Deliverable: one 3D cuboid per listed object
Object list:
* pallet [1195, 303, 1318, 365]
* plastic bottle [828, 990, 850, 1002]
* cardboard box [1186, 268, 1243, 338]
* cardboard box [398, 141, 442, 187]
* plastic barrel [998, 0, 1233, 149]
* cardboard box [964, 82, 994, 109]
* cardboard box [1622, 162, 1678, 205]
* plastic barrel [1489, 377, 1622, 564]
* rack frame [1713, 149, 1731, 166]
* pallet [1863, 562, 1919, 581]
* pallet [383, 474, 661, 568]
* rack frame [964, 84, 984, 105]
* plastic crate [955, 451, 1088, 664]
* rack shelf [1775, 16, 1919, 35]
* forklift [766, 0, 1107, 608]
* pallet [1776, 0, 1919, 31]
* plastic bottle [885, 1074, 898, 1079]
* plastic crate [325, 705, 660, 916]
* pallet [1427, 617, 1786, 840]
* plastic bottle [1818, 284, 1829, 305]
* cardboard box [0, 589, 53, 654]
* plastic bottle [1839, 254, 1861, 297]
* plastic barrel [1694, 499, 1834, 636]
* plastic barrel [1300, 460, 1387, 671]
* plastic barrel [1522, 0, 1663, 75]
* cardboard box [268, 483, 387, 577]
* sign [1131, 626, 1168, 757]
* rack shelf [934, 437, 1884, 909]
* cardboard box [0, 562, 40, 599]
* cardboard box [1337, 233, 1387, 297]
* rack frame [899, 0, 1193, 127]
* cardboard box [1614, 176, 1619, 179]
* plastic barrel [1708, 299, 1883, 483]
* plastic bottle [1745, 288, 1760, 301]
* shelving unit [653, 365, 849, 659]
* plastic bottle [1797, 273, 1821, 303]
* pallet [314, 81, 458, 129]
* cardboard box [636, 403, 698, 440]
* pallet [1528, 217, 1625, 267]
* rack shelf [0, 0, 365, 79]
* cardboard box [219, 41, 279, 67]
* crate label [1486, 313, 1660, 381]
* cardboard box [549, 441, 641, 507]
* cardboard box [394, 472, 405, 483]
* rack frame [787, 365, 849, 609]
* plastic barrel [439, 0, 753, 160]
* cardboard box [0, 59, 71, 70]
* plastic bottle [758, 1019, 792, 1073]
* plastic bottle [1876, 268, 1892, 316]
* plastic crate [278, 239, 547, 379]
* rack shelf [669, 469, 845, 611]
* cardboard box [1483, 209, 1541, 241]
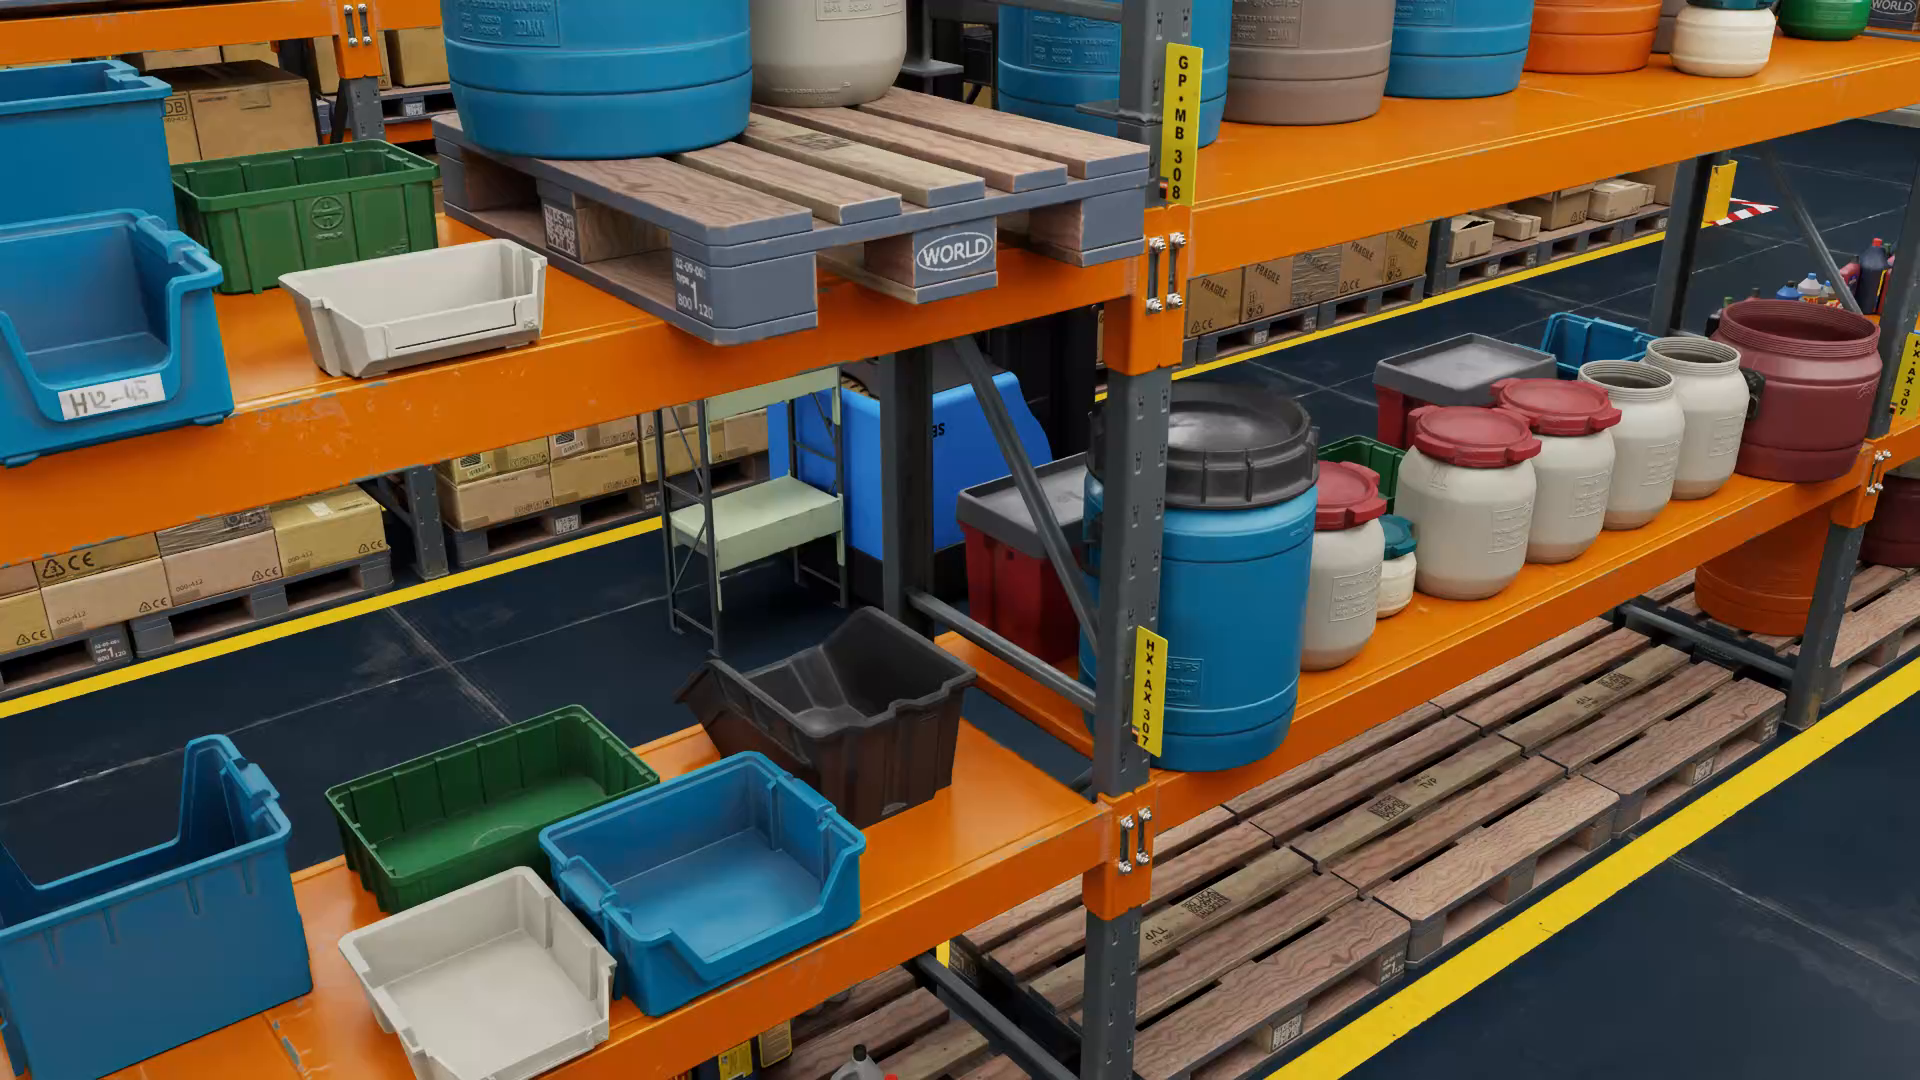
[{"bbox_3d":[1.795,-1.601,11.949,1.213,0.211,1.003,-18,31,-34],"label":"pallet"},{"bbox_3d":[-0.390,1.287,5.132,0.097,0.271,0.097,0,25,0],"label":"plastic bottle"},{"bbox_3d":[1.566,-1.725,11.351,0.500,0.500,0.500,-19,31,-35],"label":"cardboard box"},{"bbox_3d":[-4.258,-2.949,13.096,0.500,0.250,0.500,-18,31,-34],"label":"cardboard box"},{"bbox_3d":[0.397,-1.481,4.218,0.708,0.901,0.600,-18,31,-34],"label":"plastic barrel"},{"bbox_3d":[-0.118,-4.052,15.973,0.750,0.750,0.750,-18,30,-33],"label":"cardboard box"},{"bbox_3d":[6.244,-3.290,14.724,0.500,0.500,0.500,-18,31,-34],"label":"cardboard box"},{"bbox_3d":[1.937,-0.229,5.519,0.433,0.535,0.433,0,25,0],"label":"plastic barrel"},{"bbox_3d":[6.520,-4.448,14.770,0.127,3.000,1.000,-18,31,-34],"label":"rack frame"},{"bbox_3d":[4.833,0.003,8.492,1.213,0.211,1.003,-18,31,-34],"label":"pallet"},{"bbox_3d":[-2.367,-0.270,9.081,1.213,0.211,1.003,-18,31,-34],"label":"pallet"},{"bbox_3d":[0.225,-2.369,10.292,0.127,3.000,1.000,-18,31,-34],"label":"rack frame"},{"bbox_3d":[0.323,0.055,4.992,0.583,0.464,0.402,-18,31,-34],"label":"plastic crate"},{"bbox_3d":[4.852,-2.281,7.394,4.000,0.370,1.077,-18,31,-34],"label":"rack shelf"},{"bbox_3d":[0.462,-1.505,8.511,3.031,2.935,1.130,-21,32,-37],"label":"forklift"},{"bbox_3d":[3.941,-2.169,6.521,1.213,0.211,1.003,-18,31,-34],"label":"pallet"},{"bbox_3d":[-0.198,1.576,4.415,0.185,0.351,0.144,-19,31,-35],"label":"plastic bottle"},{"bbox_3d":[-1.111,0.667,4.002,0.662,0.188,0.450,-18,31,-34],"label":"plastic crate"},{"bbox_3d":[2.645,0.726,6.936,1.213,0.211,1.003,-18,31,-34],"label":"pallet"},{"bbox_3d":[4.000,-1.094,7.781,0.097,0.201,0.097,0,25,0],"label":"plastic bottle"},{"bbox_3d":[-4.330,0.311,7.285,0.500,0.250,0.500,-18,31,-34],"label":"cardboard box"},{"bbox_3d":[4.233,-1.218,7.950,0.133,0.283,0.061,-18,31,-34],"label":"plastic bottle"},{"bbox_3d":[3.653,-0.066,7.409,0.708,0.830,0.600,-18,31,-34],"label":"plastic barrel"},{"bbox_3d":[1.019,0.074,4.866,0.433,0.535,0.433,0,25,0],"label":"plastic barrel"},{"bbox_3d":[1.984,-1.972,5.362,0.708,0.830,0.600,-18,31,-34],"label":"plastic barrel"},{"bbox_3d":[-3.153,-0.081,8.128,0.500,0.250,0.500,-18,31,-34],"label":"cardboard box"},{"bbox_3d":[0.462,0.371,4.059,0.005,0.325,0.100,-18,31,-34],"label":"sign"},{"bbox_3d":[1.705,0.118,5.787,4.000,0.370,1.077,-18,31,-34],"label":"rack shelf"},{"bbox_3d":[-4.329,-0.029,7.126,0.500,0.500,0.500,-18,31,-34],"label":"cardboard box"},{"bbox_3d":[2.767,-2.125,12.213,0.500,0.500,0.500,-18,30,-34],"label":"cardboard box"},{"bbox_3d":[0.131,-2.410,3.253,0.127,3.000,1.000,-18,31,-34],"label":"rack frame"},{"bbox_3d":[5.524,-3.223,14.875,0.500,0.250,0.500,-18,31,-34],"label":"cardboard box"},{"bbox_3d":[3.100,-0.568,6.250,0.708,0.536,0.600,-18,31,-34],"label":"plastic barrel"},{"bbox_3d":[3.515,-0.981,7.439,0.133,0.283,0.061,-18,31,-34],"label":"plastic bottle"},{"bbox_3d":[-0.953,-0.307,7.630,0.755,1.500,0.431,-21,32,-37],"label":"shelving unit"},{"bbox_3d":[3.924,-1.101,7.711,0.097,0.271,0.097,0,25,0],"label":"plastic bottle"},{"bbox_3d":[-4.367,-3.395,12.729,1.213,0.211,1.003,-18,31,-34],"label":"pallet"},{"bbox_3d":[-1.640,-0.816,9.046,0.500,0.311,0.500,-19,31,-36],"label":"cardboard box"},{"bbox_3d":[4.874,-2.640,14.189,1.213,0.211,1.003,-18,31,-34],"label":"pallet"},{"bbox_3d":[-4.496,-1.845,6.454,4.000,0.370,1.077,-18,31,-34],"label":"rack shelf"},{"bbox_3d":[-5.117,-3.479,12.042,0.500,0.500,0.700,-15,29,-29],"label":"cardboard box"},{"bbox_3d":[2.330,-0.575,6.384,0.616,0.435,0.502,-18,31,-34],"label":"crate label"},{"bbox_3d":[-2.049,-0.429,8.878,0.500,0.250,0.500,-17,30,-33],"label":"cardboard box"},{"bbox_3d":[-2.775,-0.477,8.983,0.500,0.250,0.500,-19,31,-35],"label":"cardboard box"},{"bbox_3d":[-0.681,-0.410,7.852,0.023,1.500,0.400,-21,32,-37],"label":"rack frame"},{"bbox_3d":[-0.718,-1.244,3.210,0.708,0.901,0.600,-18,31,-34],"label":"plastic barrel"},{"bbox_3d":[-6.163,-3.026,10.971,0.500,0.500,0.500,-18,31,-34],"label":"cardboard box"},{"bbox_3d":[-0.562,1.410,4.853,0.133,0.283,0.061,-18,31,-34],"label":"plastic bottle"},{"bbox_3d":[4.468,-1.218,7.950,0.133,0.283,0.061,-18,31,-34],"label":"plastic bottle"},{"bbox_3d":[-0.883,-0.379,2.753,0.396,0.136,0.243,-18,31,-34],"label":"plastic crate"},{"bbox_3d":[-0.953,-0.011,7.767,0.720,0.370,0.431,-21,32,-37],"label":"rack shelf"},{"bbox_3d":[4.511,-2.588,13.607,0.250,0.166,0.380,-18,31,-34],"label":"cardboard box"}]
